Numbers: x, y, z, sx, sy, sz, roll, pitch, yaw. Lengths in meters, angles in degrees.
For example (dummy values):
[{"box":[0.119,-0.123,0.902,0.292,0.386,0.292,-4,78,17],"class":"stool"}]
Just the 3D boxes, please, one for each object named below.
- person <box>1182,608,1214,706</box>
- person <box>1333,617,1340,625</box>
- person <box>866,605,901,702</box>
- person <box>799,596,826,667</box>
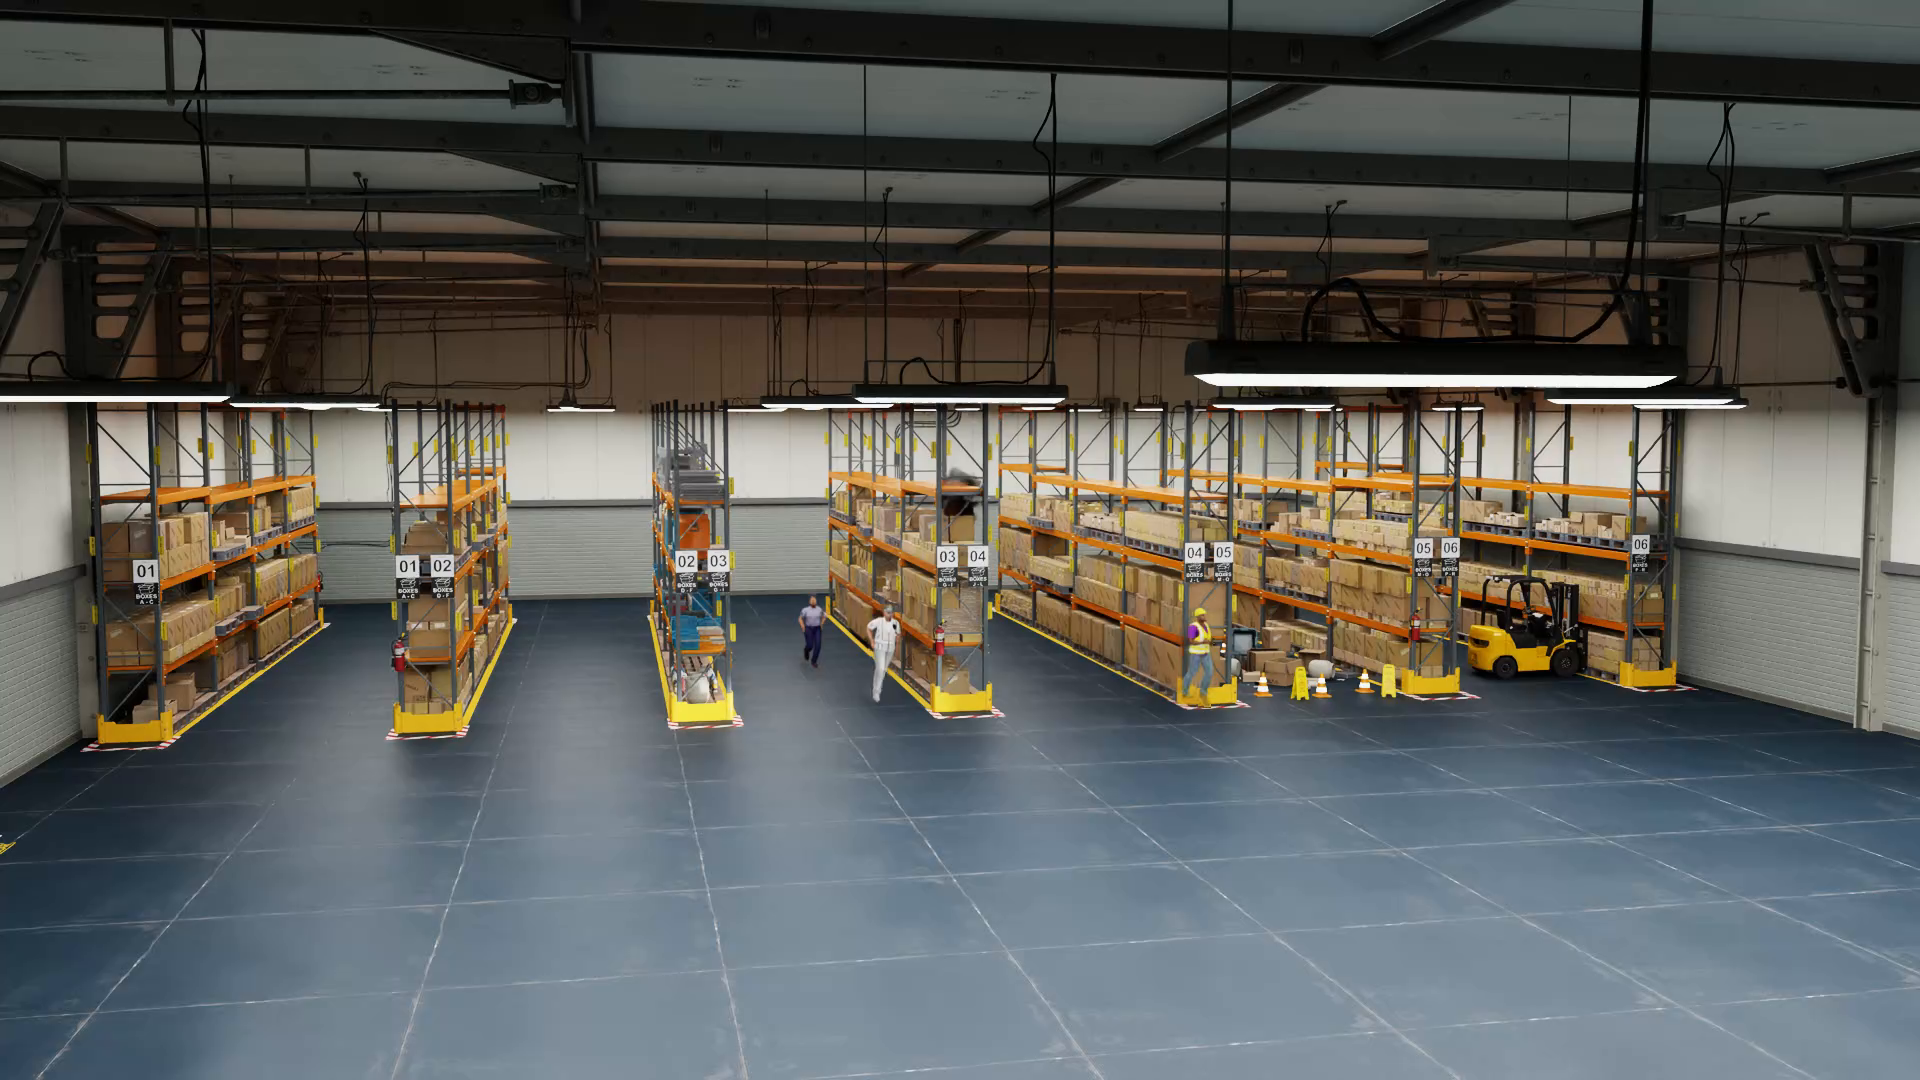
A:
[{"box":[4.588,2.133,31.718,0.681,1.682,0.718,-4,6,-43],"class":"person"},{"box":[9.700,1.583,43.061,0.687,1.789,1.054,-1,4,-10],"class":"person"},{"box":[-1.469,2.190,32.514,0.664,1.867,0.792,-2,5,-27],"class":"person"},{"box":[-3.352,2.082,37.903,0.616,1.606,0.550,-1,5,-17],"class":"person"}]
